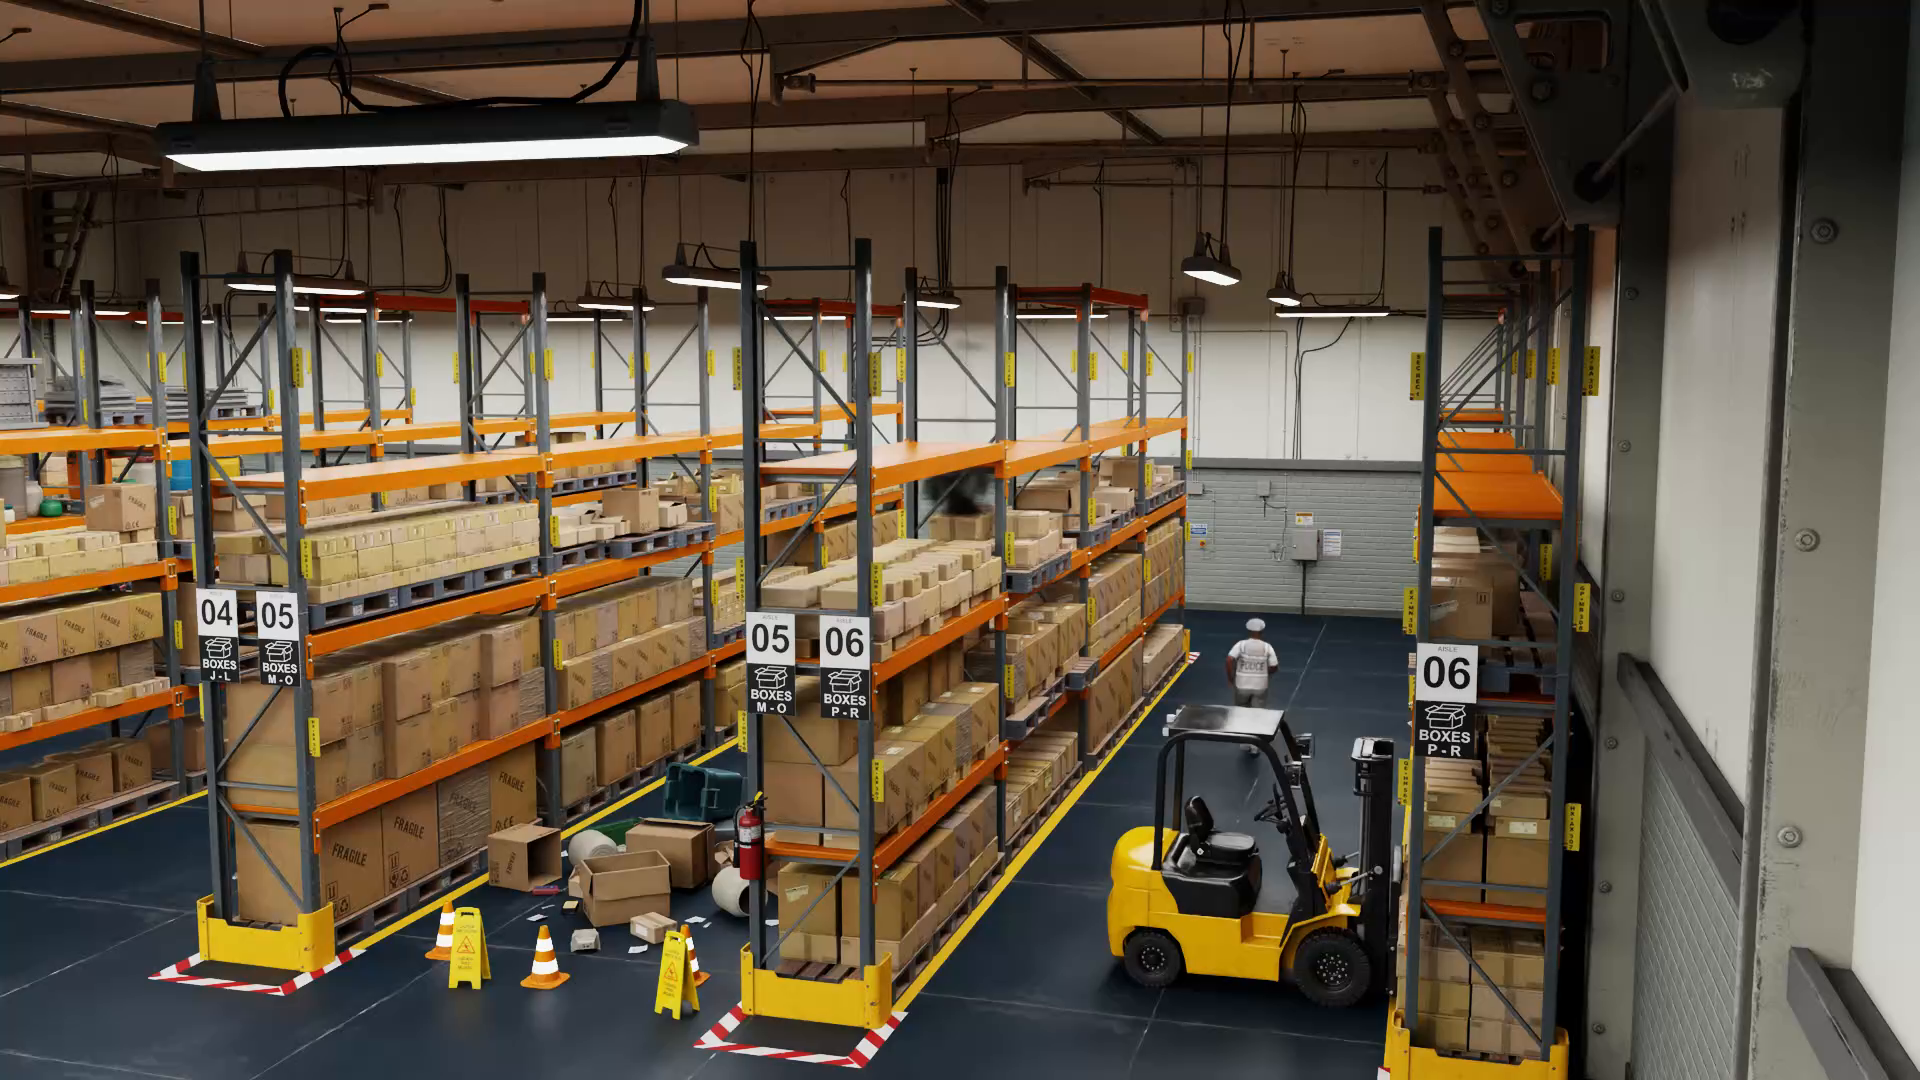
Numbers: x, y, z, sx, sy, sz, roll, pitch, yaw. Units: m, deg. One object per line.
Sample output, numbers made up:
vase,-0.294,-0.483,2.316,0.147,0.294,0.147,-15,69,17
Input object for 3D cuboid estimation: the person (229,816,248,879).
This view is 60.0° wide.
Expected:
person,-7.062,2.555,16.494,0.535,1.548,0.567,2,7,17

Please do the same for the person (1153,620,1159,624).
person,3.201,1.040,29.831,0.951,1.620,0.694,0,6,3

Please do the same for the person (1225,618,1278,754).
person,3.786,1.888,21.606,0.672,1.756,0.629,1,7,11
